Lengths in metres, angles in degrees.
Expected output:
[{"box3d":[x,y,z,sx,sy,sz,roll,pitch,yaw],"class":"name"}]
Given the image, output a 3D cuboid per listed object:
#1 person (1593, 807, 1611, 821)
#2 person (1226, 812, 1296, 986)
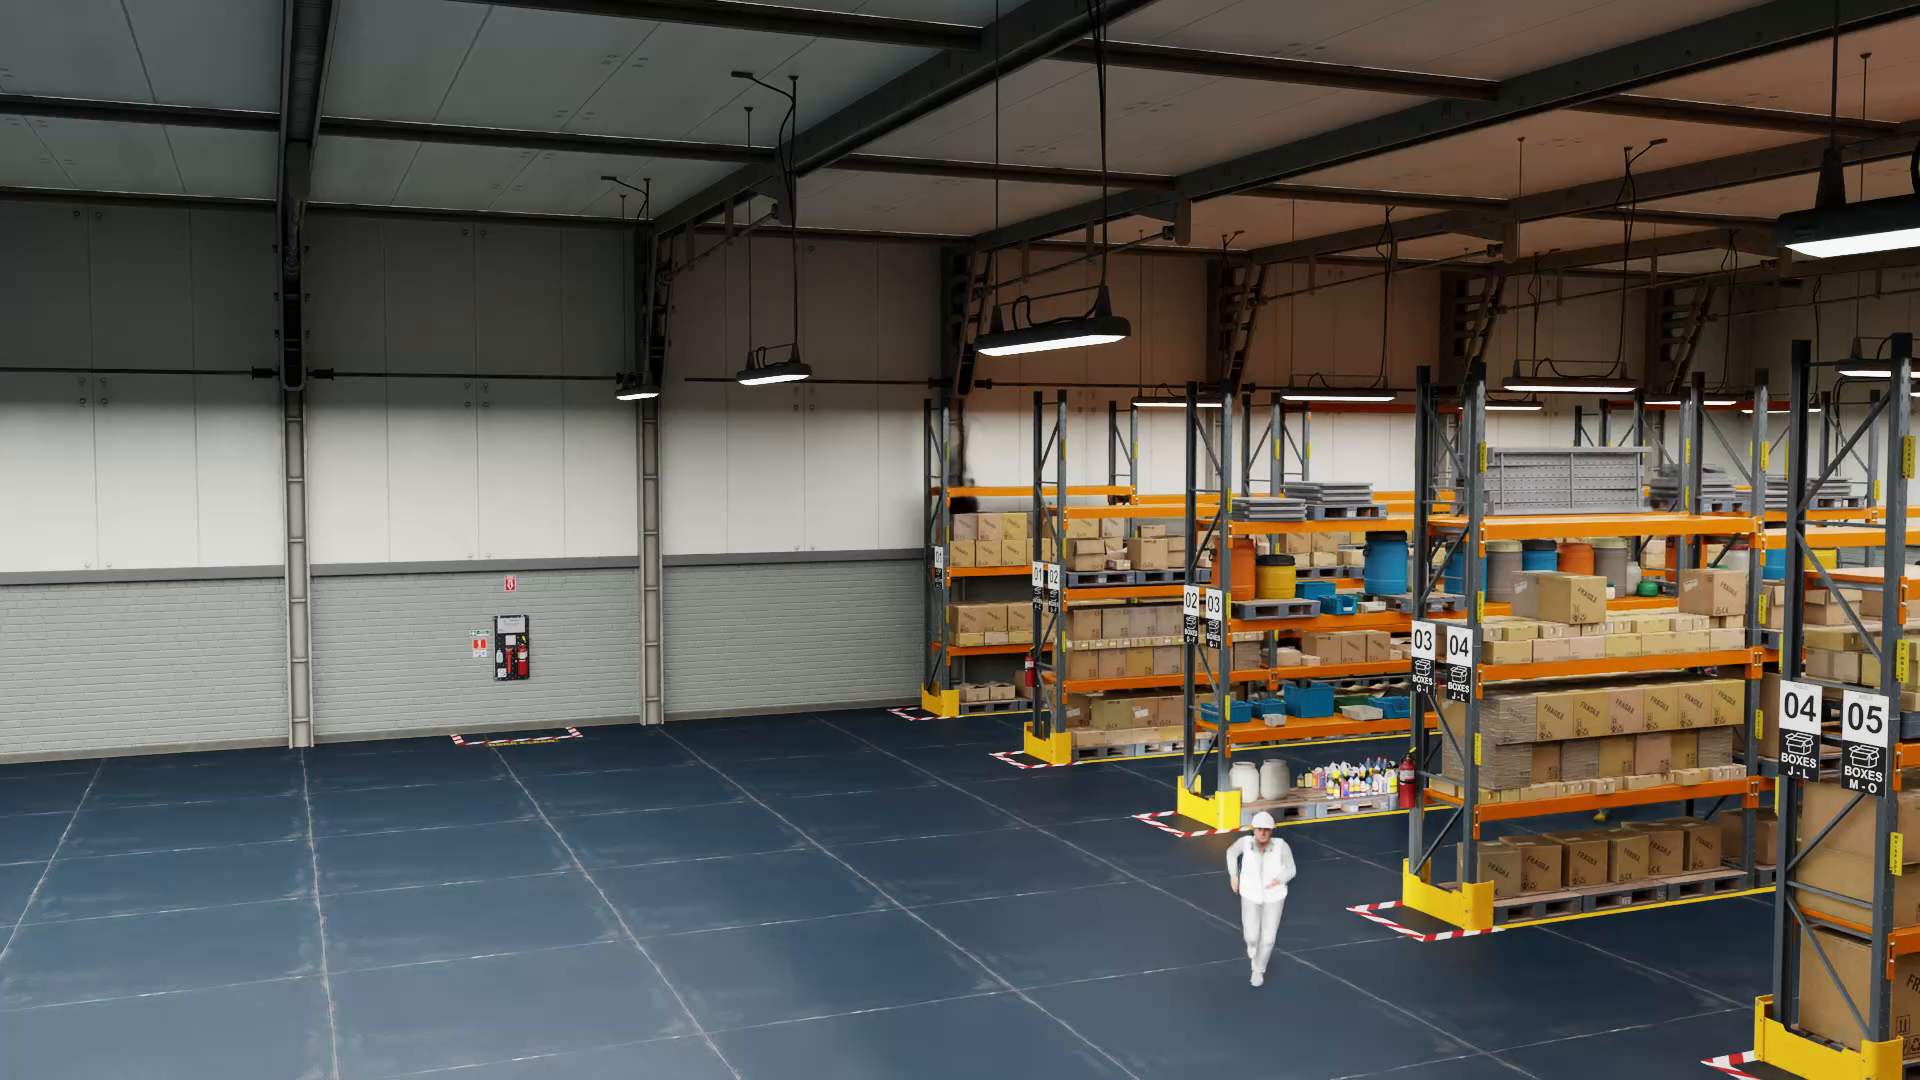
[{"box3d":[8.799,2.967,22.708,0.617,1.731,0.686,-2,4,-31],"class":"person"},{"box3d":[2.856,3.396,15.788,0.647,1.703,0.721,0,3,8],"class":"person"}]
